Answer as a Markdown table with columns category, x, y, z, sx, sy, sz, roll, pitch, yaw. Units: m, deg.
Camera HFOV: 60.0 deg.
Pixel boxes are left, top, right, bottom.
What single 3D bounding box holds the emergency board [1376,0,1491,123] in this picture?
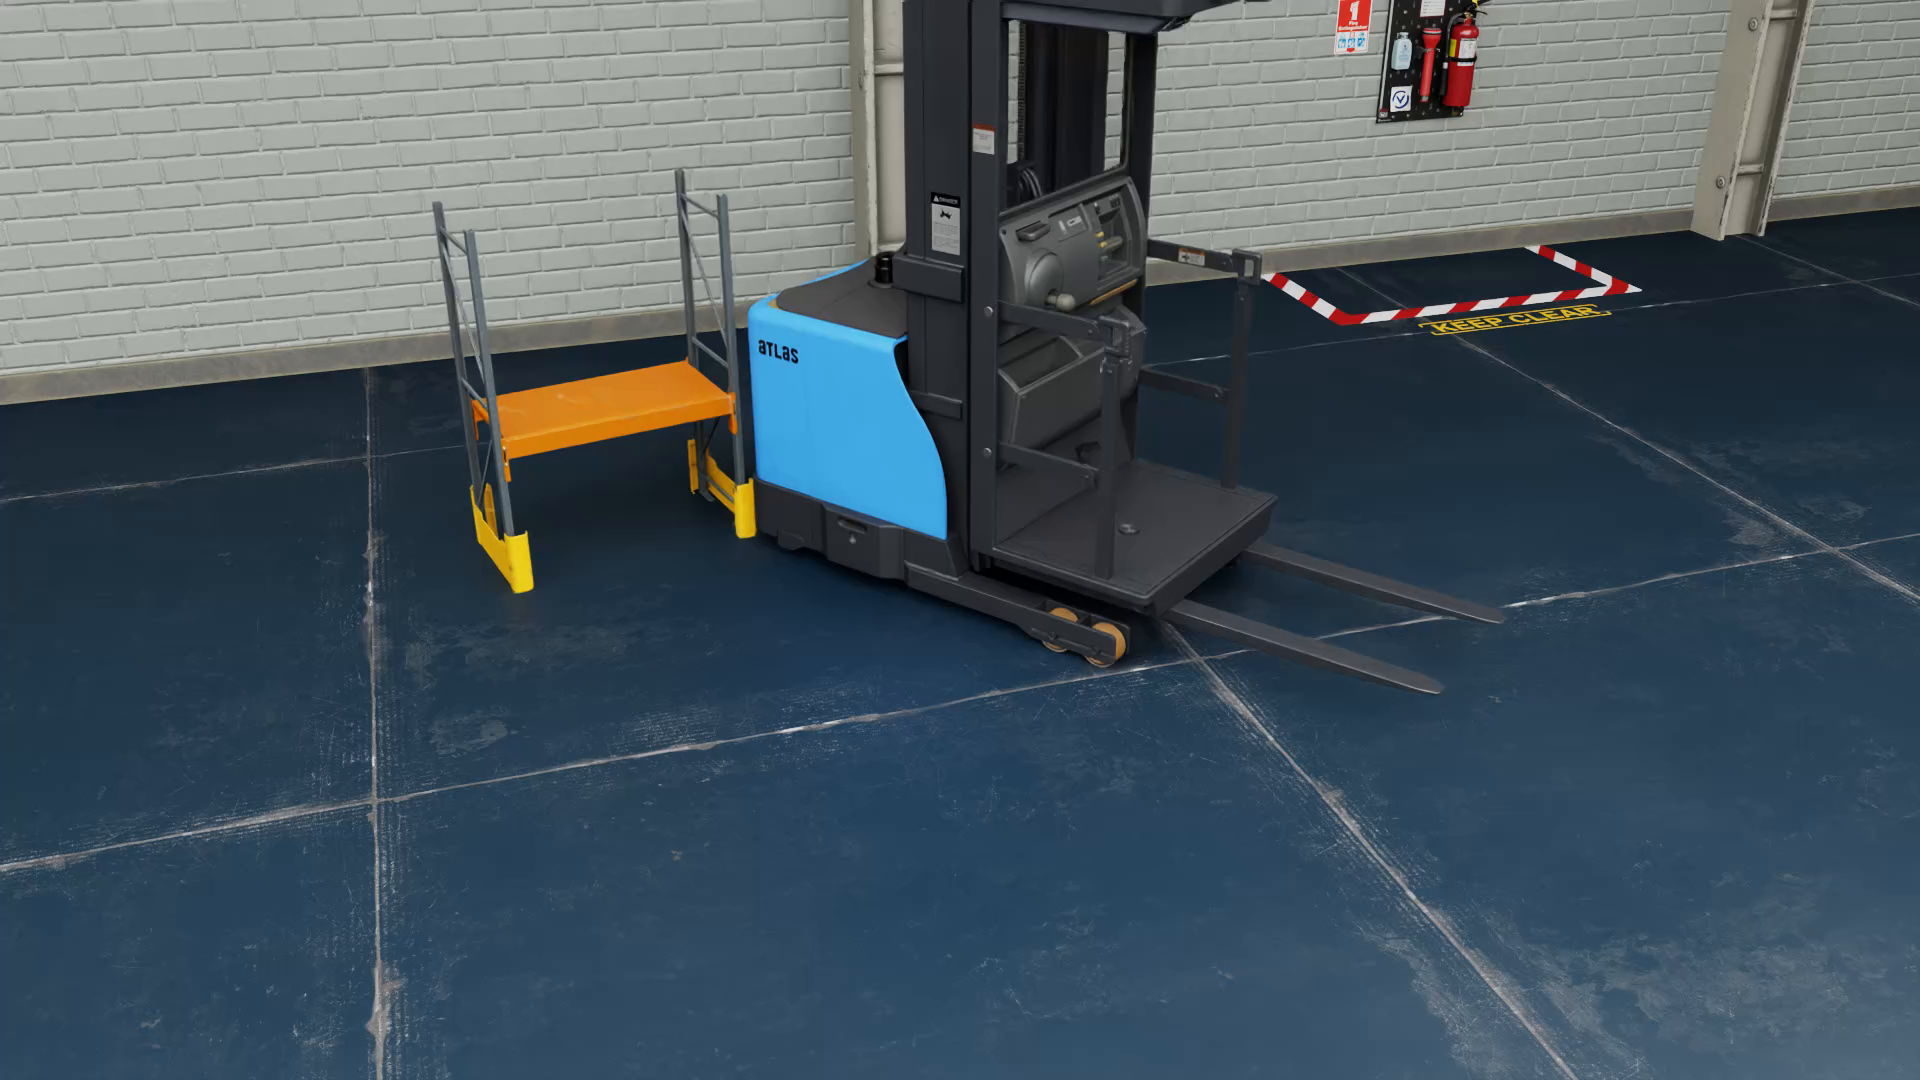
| category | x | y | z | sx | sy | sz | roll | pitch | yaw |
| --- | --- | --- | --- | --- | --- | --- | --- | --- | --- |
| emergency board | 2.963 | -3.162 | 10.246 | 0.643 | 1.169 | 0.194 | -8 | 28 | -16 |

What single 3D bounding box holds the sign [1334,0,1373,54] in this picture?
| category | x | y | z | sx | sy | sz | roll | pitch | yaw |
| --- | --- | --- | --- | --- | --- | --- | --- | --- | --- |
| sign | 2.405 | -3.145 | 10.172 | 0.234 | 0.329 | 0.001 | -8 | 28 | -16 |

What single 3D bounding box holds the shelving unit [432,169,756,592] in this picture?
| category | x | y | z | sx | sy | sz | roll | pitch | yaw |
| --- | --- | --- | --- | --- | --- | --- | --- | --- | --- |
| shelving unit | -1.501 | -0.687 | 6.948 | 1.083 | 1.500 | 0.587 | -15 | 30 | -27 |

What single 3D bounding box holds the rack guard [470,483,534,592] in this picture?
| category | x | y | z | sx | sy | sz | roll | pitch | yaw |
| --- | --- | --- | --- | --- | --- | --- | --- | --- | --- |
| rack guard | -1.931 | -0.016 | 7.001 | 0.087 | 0.250 | 0.587 | -15 | 30 | -27 |

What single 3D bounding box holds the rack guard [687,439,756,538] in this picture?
| category | x | y | z | sx | sy | sz | roll | pitch | yaw |
| --- | --- | --- | --- | --- | --- | --- | --- | --- | --- |
| rack guard | -1.071 | -0.239 | 7.451 | 0.087 | 0.250 | 0.587 | -15 | 30 | -27 |

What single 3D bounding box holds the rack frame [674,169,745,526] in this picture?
| category | x | y | z | sx | sy | sz | roll | pitch | yaw |
| --- | --- | --- | --- | --- | --- | --- | --- | --- | --- |
| rack frame | -1.070 | -0.799 | 7.173 | 0.032 | 1.500 | 0.500 | -15 | 30 | -27 |

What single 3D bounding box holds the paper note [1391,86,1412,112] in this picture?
| category | x | y | z | sx | sy | sz | roll | pitch | yaw |
| --- | --- | --- | --- | --- | --- | --- | --- | --- | --- |
| paper note | 2.773 | -2.772 | 10.451 | 0.142 | 0.148 | 0.016 | -8 | 28 | -16 |

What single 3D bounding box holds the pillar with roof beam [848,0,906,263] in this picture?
| category | x | y | z | sx | sy | sz | roll | pitch | yaw |
| --- | --- | --- | --- | --- | --- | --- | --- | --- | --- |
| pillar with roof beam | 0.953 | -3.527 | 4.234 | 0.400 | 9.000 | 9.100 | -8 | 28 | -16 |

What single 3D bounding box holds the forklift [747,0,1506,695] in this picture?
| category | x | y | z | sx | sy | sz | roll | pitch | yaw |
| --- | --- | --- | --- | --- | --- | --- | --- | --- | --- |
| forklift | 0.607 | -1.100 | 6.170 | 3.031 | 2.935 | 1.130 | 18 | 32 | 32 |

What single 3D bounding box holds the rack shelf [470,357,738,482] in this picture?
| category | x | y | z | sx | sy | sz | roll | pitch | yaw |
| --- | --- | --- | --- | --- | --- | --- | --- | --- | --- |
| rack shelf | -1.509 | -0.524 | 7.024 | 1.000 | 0.185 | 0.538 | -15 | 30 | -27 |

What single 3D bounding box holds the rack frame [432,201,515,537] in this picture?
| category | x | y | z | sx | sy | sz | roll | pitch | yaw |
| --- | --- | --- | --- | --- | --- | --- | --- | --- | --- |
| rack frame | -1.948 | -0.571 | 6.714 | 0.032 | 1.500 | 0.500 | -15 | 30 | -27 |

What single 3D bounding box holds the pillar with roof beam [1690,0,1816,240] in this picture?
| category | x | y | z | sx | sy | sz | roll | pitch | yaw |
| --- | --- | --- | --- | --- | --- | --- | --- | --- | --- |
| pillar with roof beam | 6.658 | -4.353 | 5.898 | 0.400 | 9.000 | 9.100 | -8 | 28 | -16 |
